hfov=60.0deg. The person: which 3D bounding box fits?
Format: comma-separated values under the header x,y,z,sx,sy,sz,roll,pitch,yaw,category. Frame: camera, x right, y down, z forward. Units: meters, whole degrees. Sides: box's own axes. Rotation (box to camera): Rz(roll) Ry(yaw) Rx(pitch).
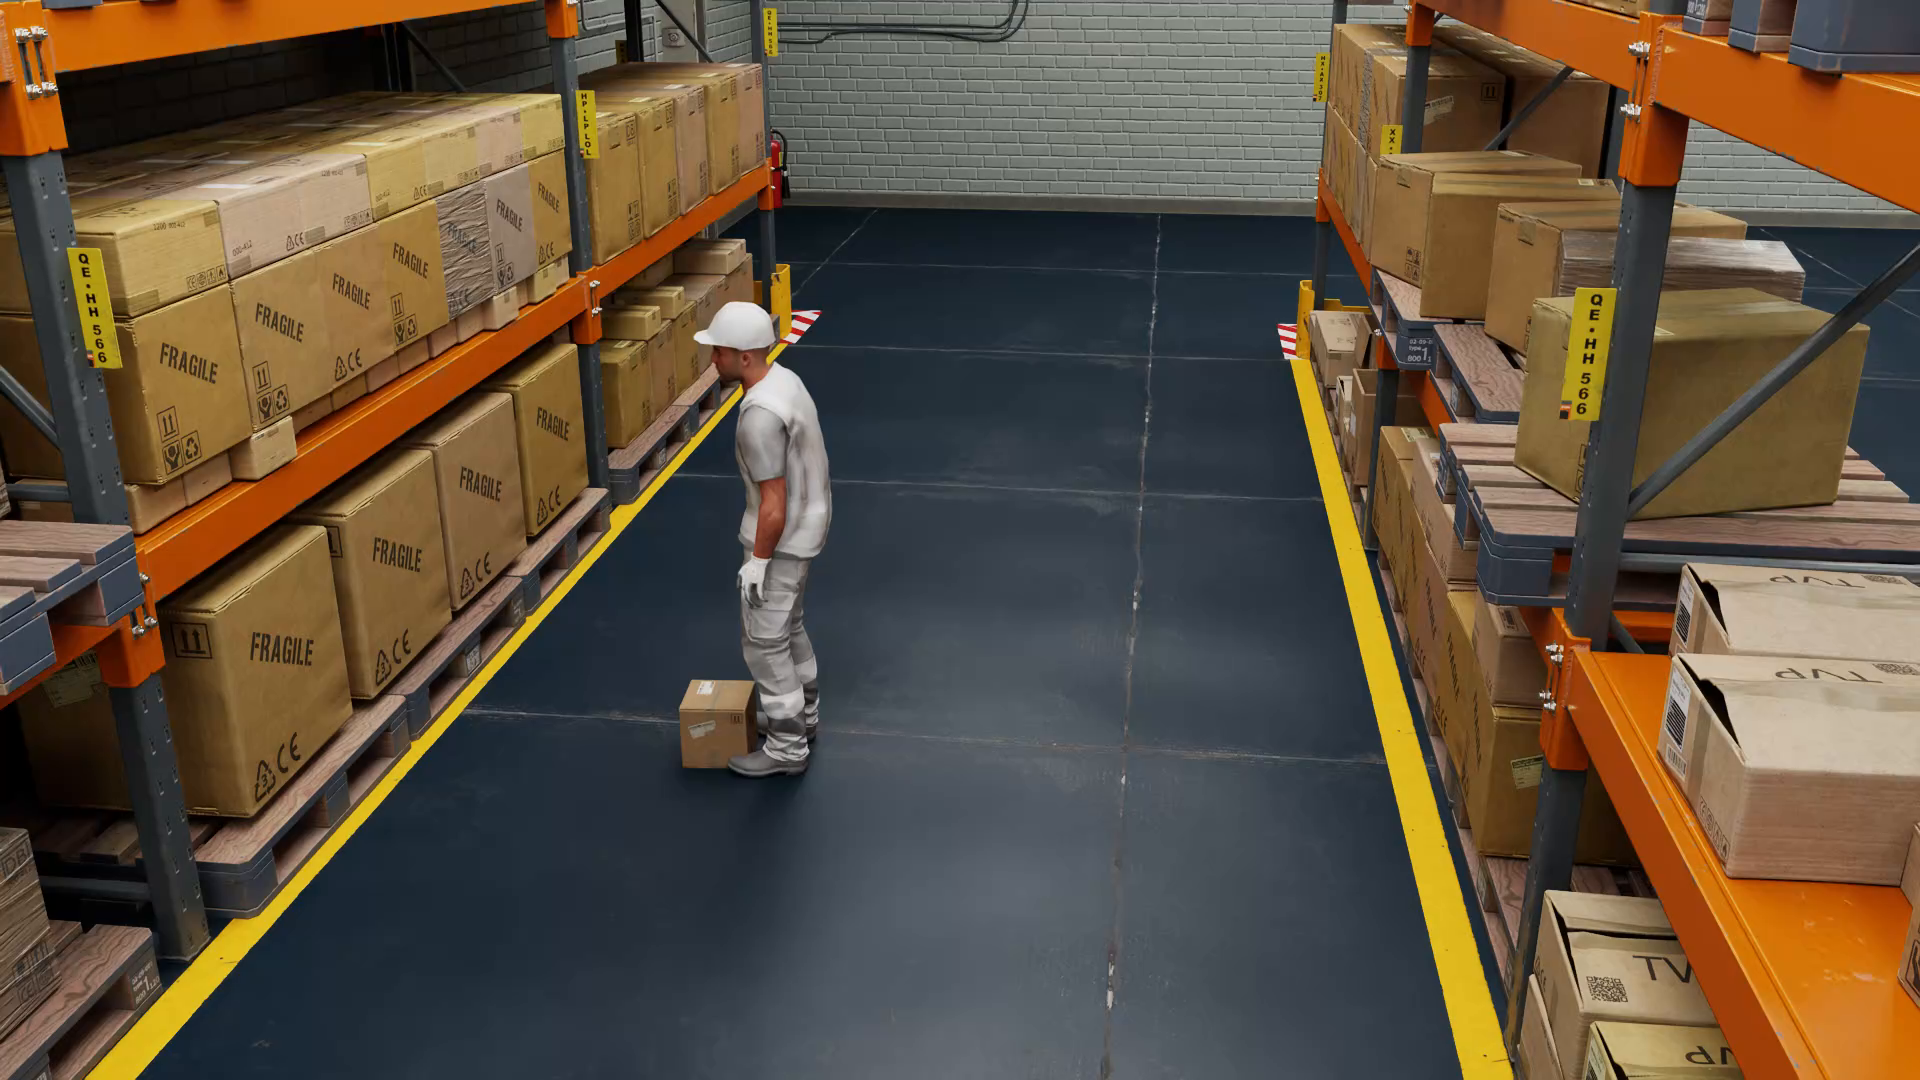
x,y,z,sx,sy,sz,roll,pitch,yaw,category
-0.694,0.006,6.048,0.453,1.778,0.616,1,21,3,person
